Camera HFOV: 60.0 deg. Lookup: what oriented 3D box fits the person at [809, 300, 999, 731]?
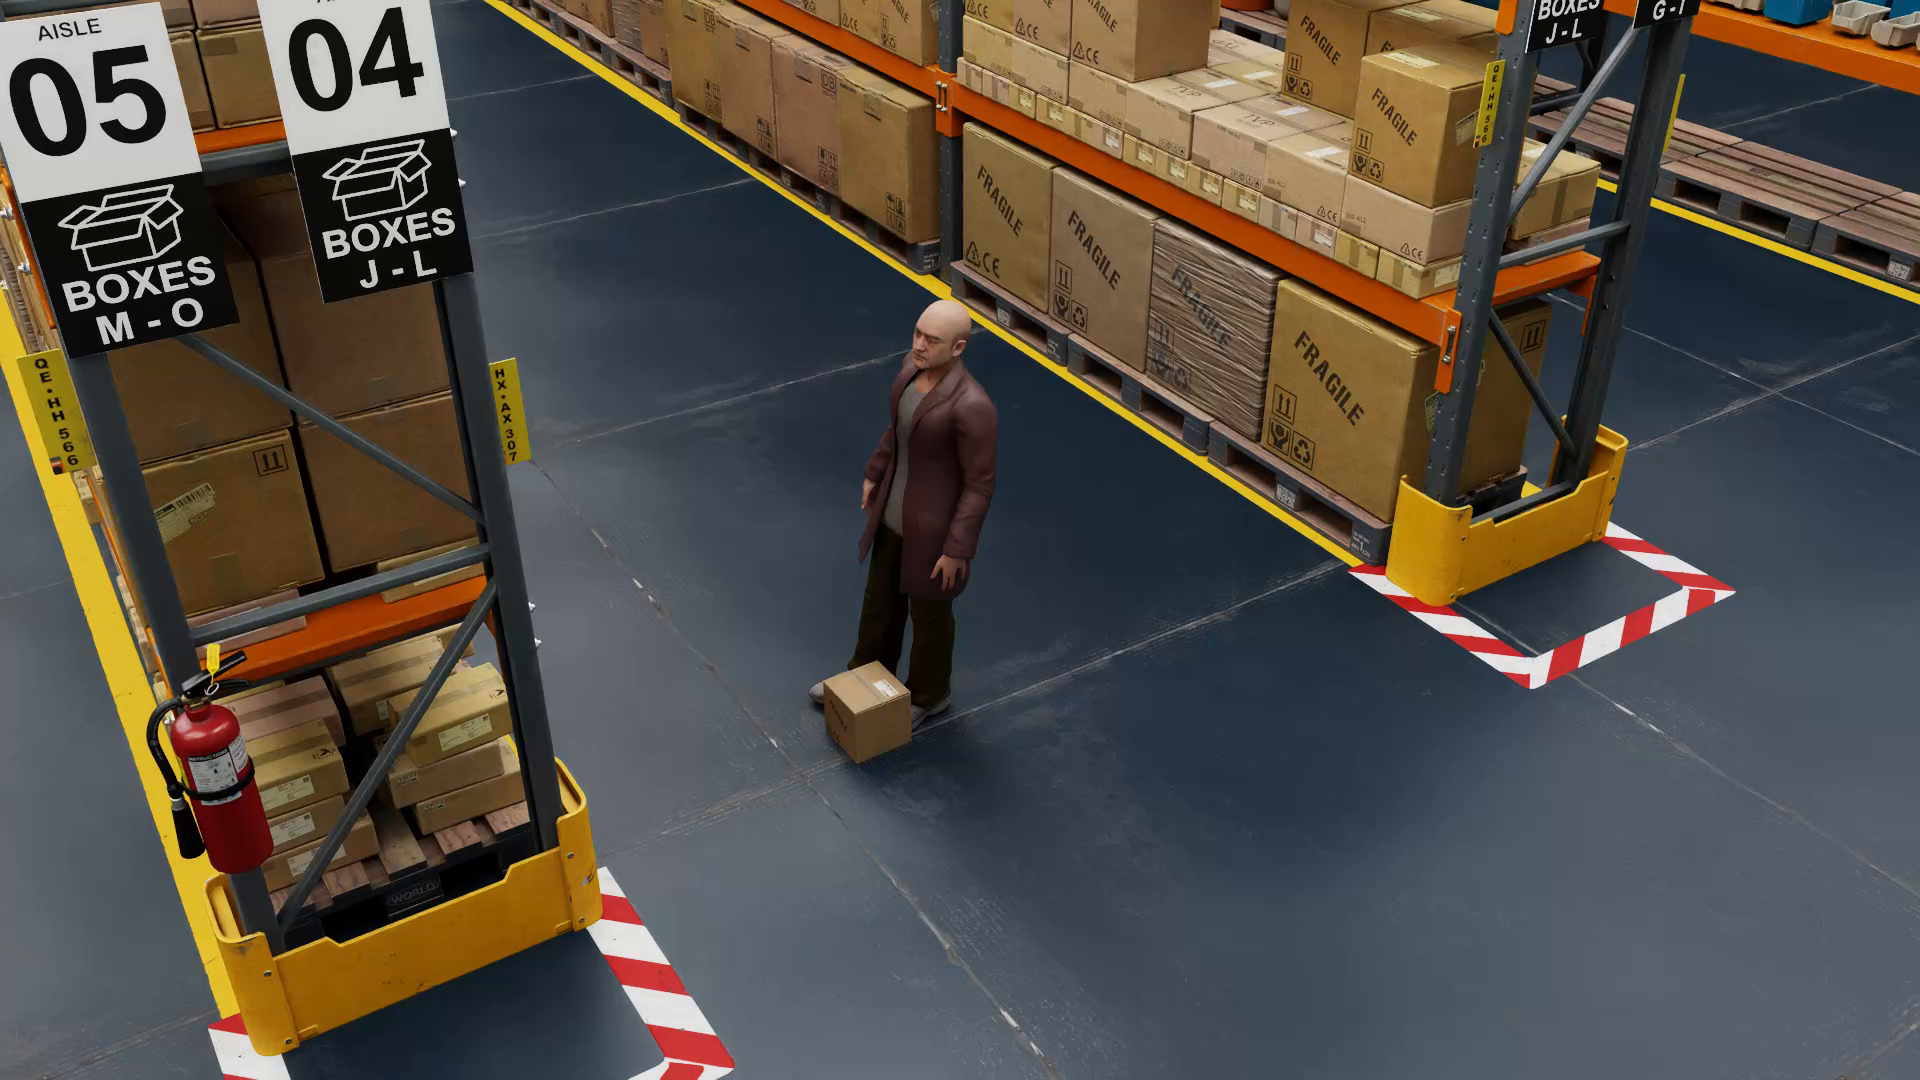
[{"bbox_3d":[-0.215,-0.046,6.208,0.579,1.778,0.696,-19,37,-27],"label":"person"}]
